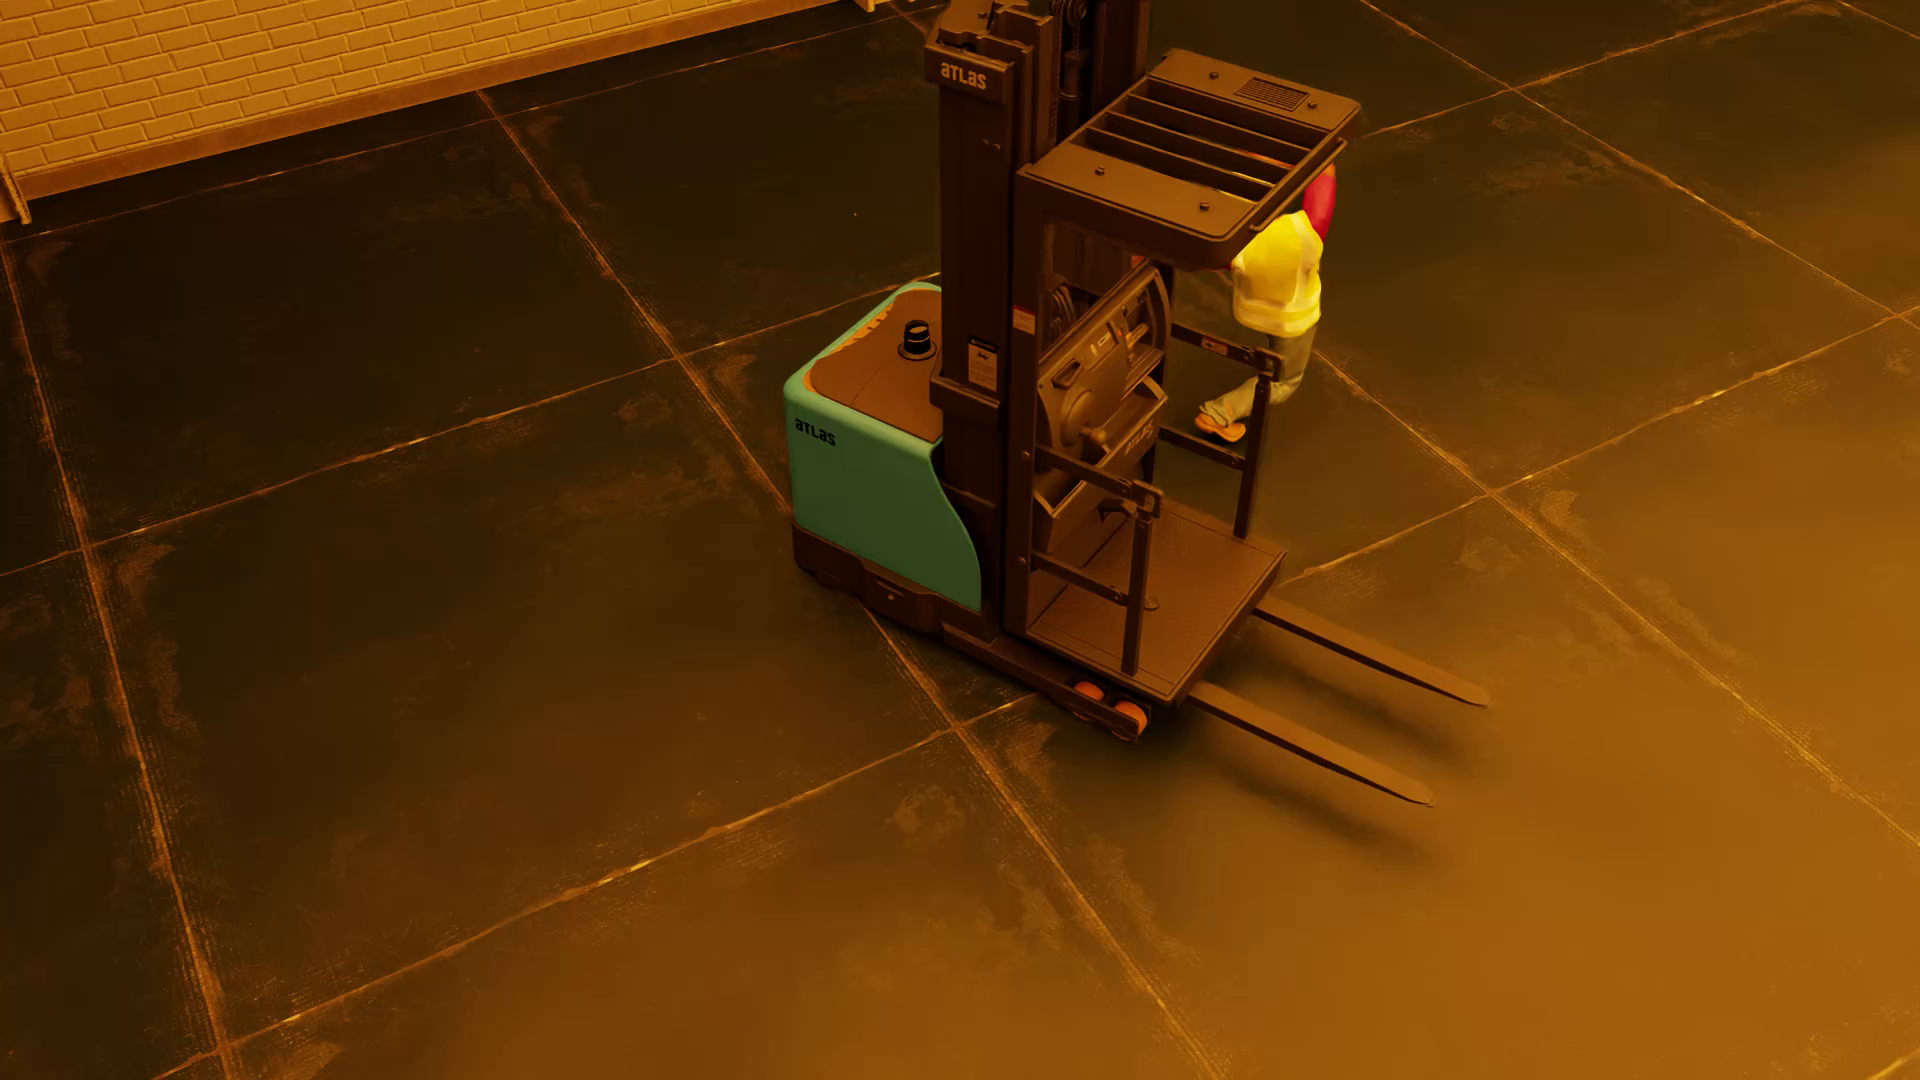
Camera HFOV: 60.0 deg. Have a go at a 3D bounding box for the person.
[{"bbox_3d":[1.318,-1.312,8.190,1.002,1.469,0.957,24,48,24],"label":"person"}]

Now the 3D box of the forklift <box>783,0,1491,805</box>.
[{"bbox_3d":[0.742,-0.654,6.403,3.031,2.935,1.130,25,48,24],"label":"forklift"}]
